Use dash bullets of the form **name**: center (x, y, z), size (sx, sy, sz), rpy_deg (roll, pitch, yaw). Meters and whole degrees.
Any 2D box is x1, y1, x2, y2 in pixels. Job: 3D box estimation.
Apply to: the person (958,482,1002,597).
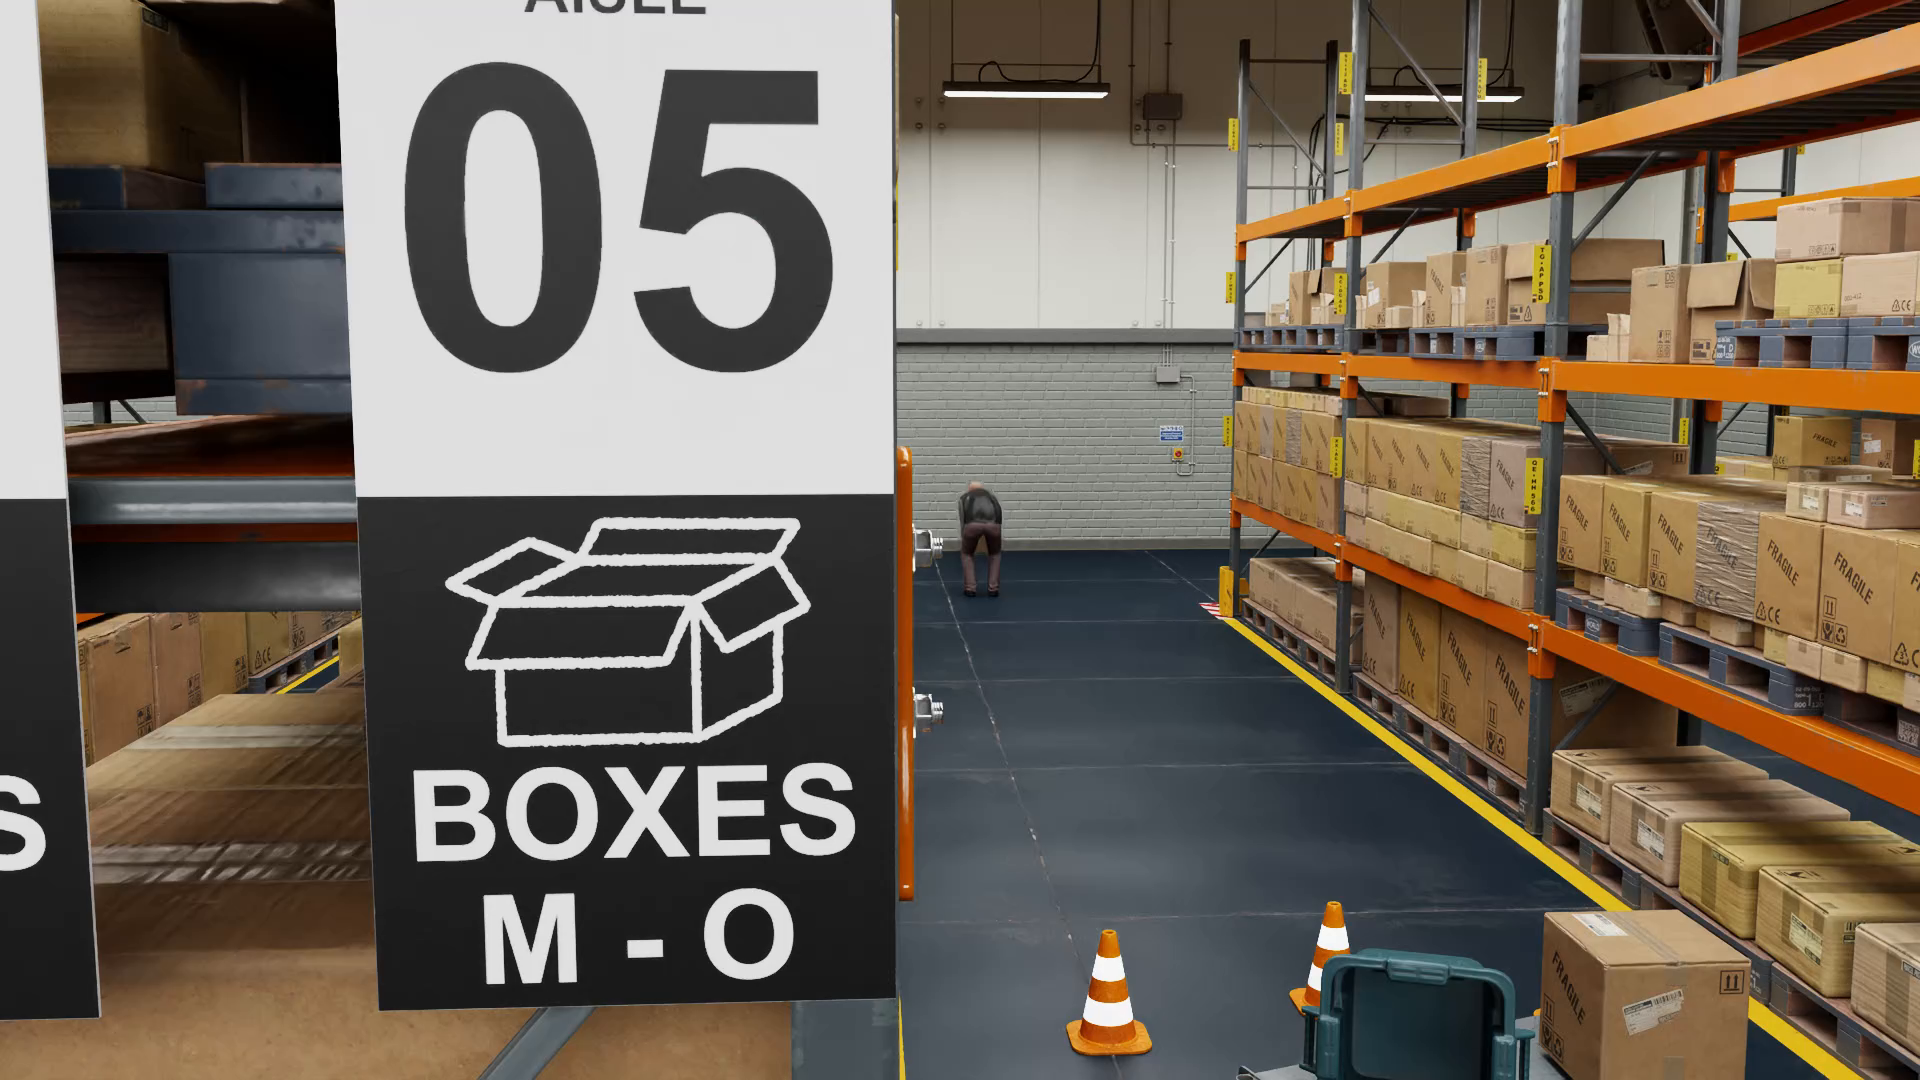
- **person**: center (0.229, -0.009, 19.361), size (0.474, 1.266, 0.909), rpy_deg (-1, 7, -6)
